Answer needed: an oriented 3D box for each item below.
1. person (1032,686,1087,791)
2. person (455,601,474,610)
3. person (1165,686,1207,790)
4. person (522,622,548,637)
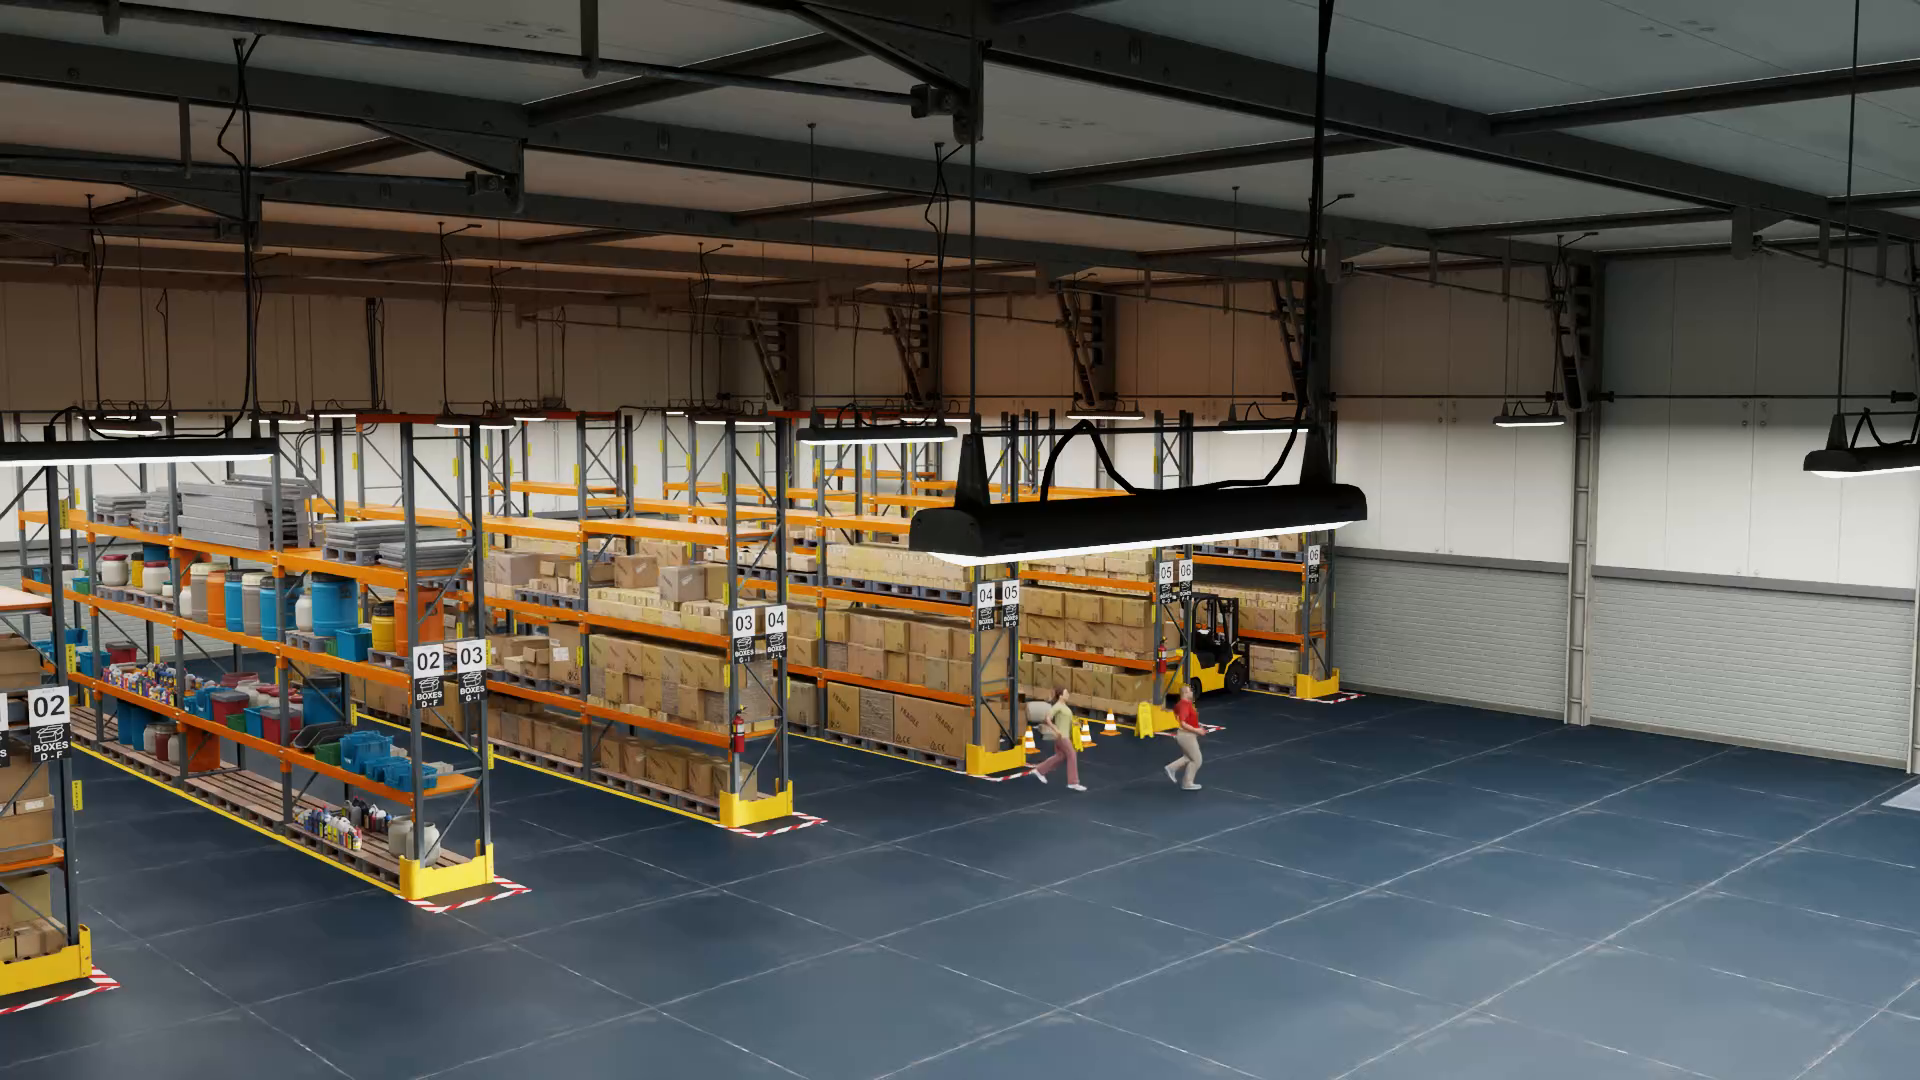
[{"bbox_3d":[1.600,3.172,26.727,0.898,1.670,0.593,1,5,13],"label":"person"},{"bbox_3d":[-11.839,2.038,39.638,0.788,1.714,0.756,3,6,29],"label":"person"},{"bbox_3d":[3.648,3.173,26.731,0.585,1.671,0.661,0,5,1],"label":"person"},{"bbox_3d":[-10.513,1.907,40.924,0.705,1.740,0.831,5,7,43],"label":"person"}]
